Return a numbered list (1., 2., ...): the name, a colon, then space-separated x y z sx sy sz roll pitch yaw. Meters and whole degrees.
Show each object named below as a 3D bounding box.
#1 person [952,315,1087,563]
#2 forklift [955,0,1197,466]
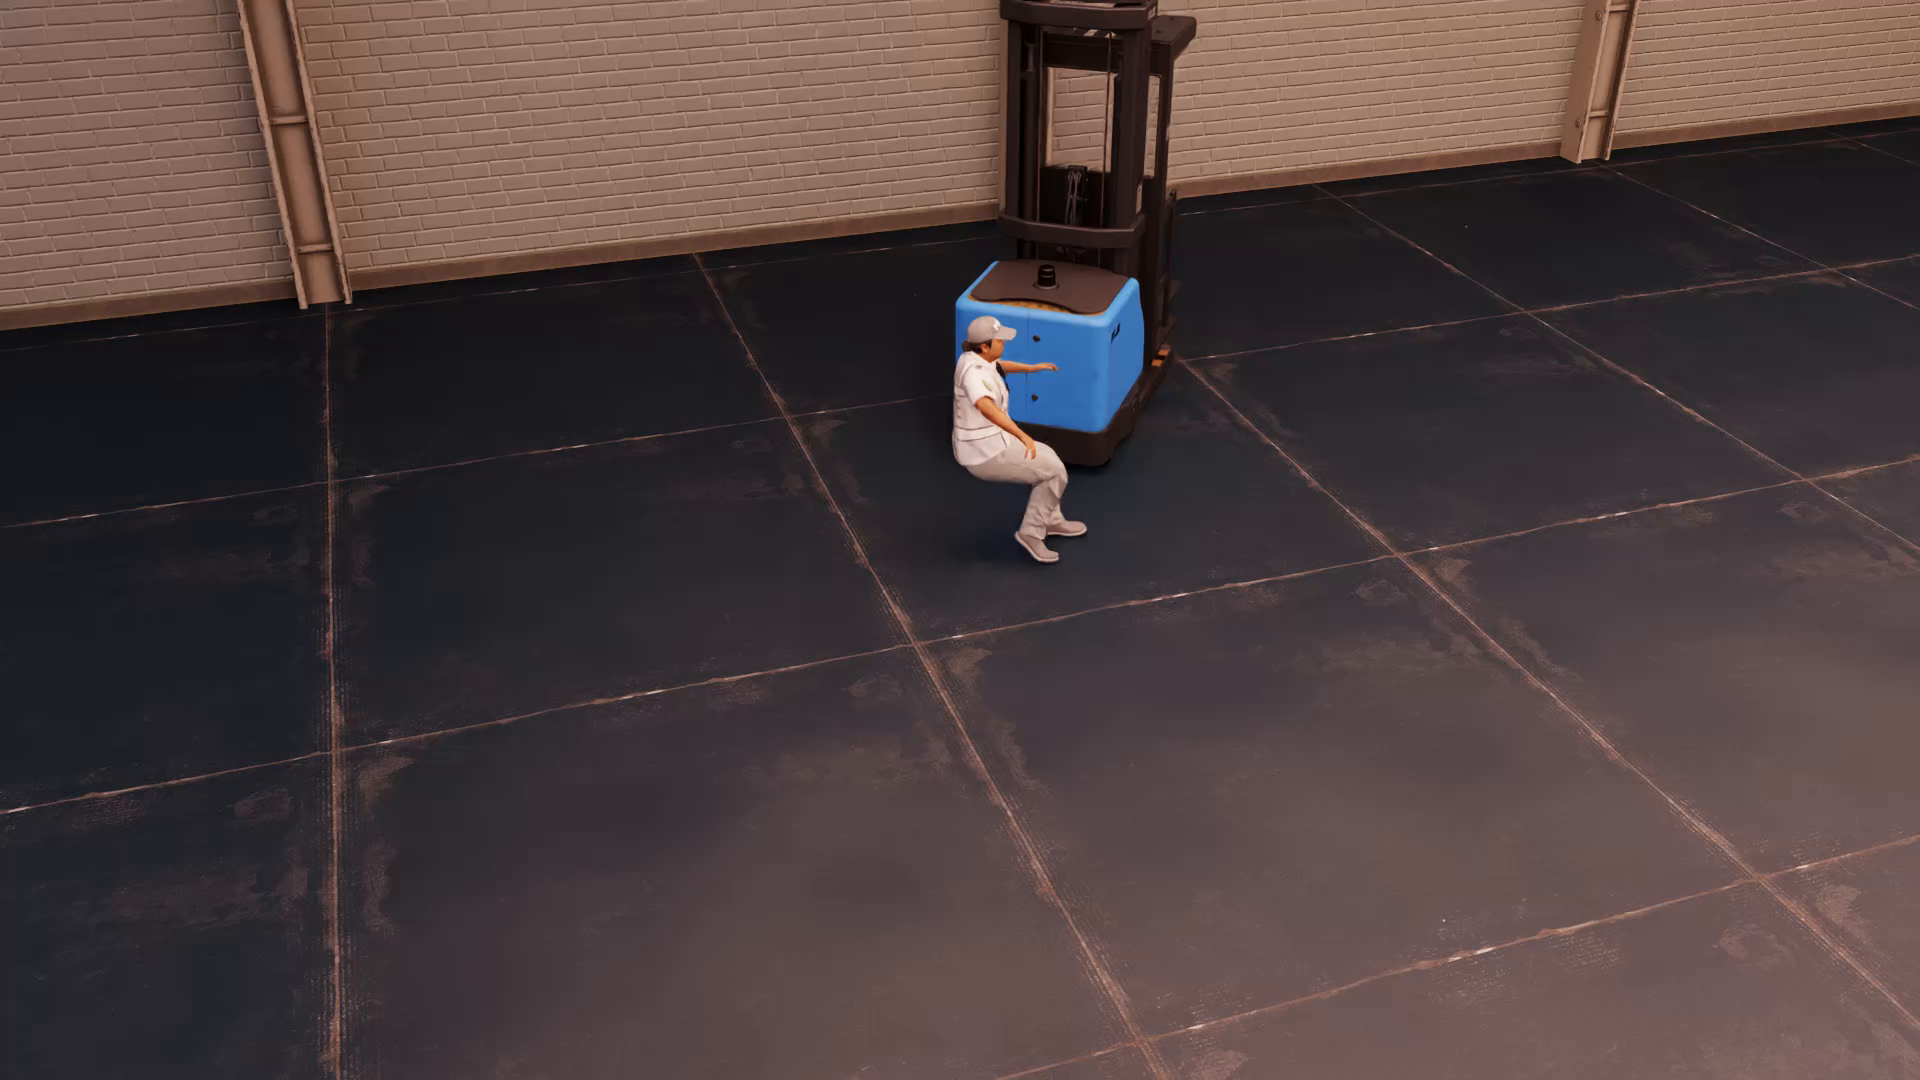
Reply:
1. person: 0.366 -0.615 9.647 0.824 1.429 0.912 -6 30 -10
2. forklift: 0.924 -2.466 11.372 1.130 2.935 3.031 10 31 17
